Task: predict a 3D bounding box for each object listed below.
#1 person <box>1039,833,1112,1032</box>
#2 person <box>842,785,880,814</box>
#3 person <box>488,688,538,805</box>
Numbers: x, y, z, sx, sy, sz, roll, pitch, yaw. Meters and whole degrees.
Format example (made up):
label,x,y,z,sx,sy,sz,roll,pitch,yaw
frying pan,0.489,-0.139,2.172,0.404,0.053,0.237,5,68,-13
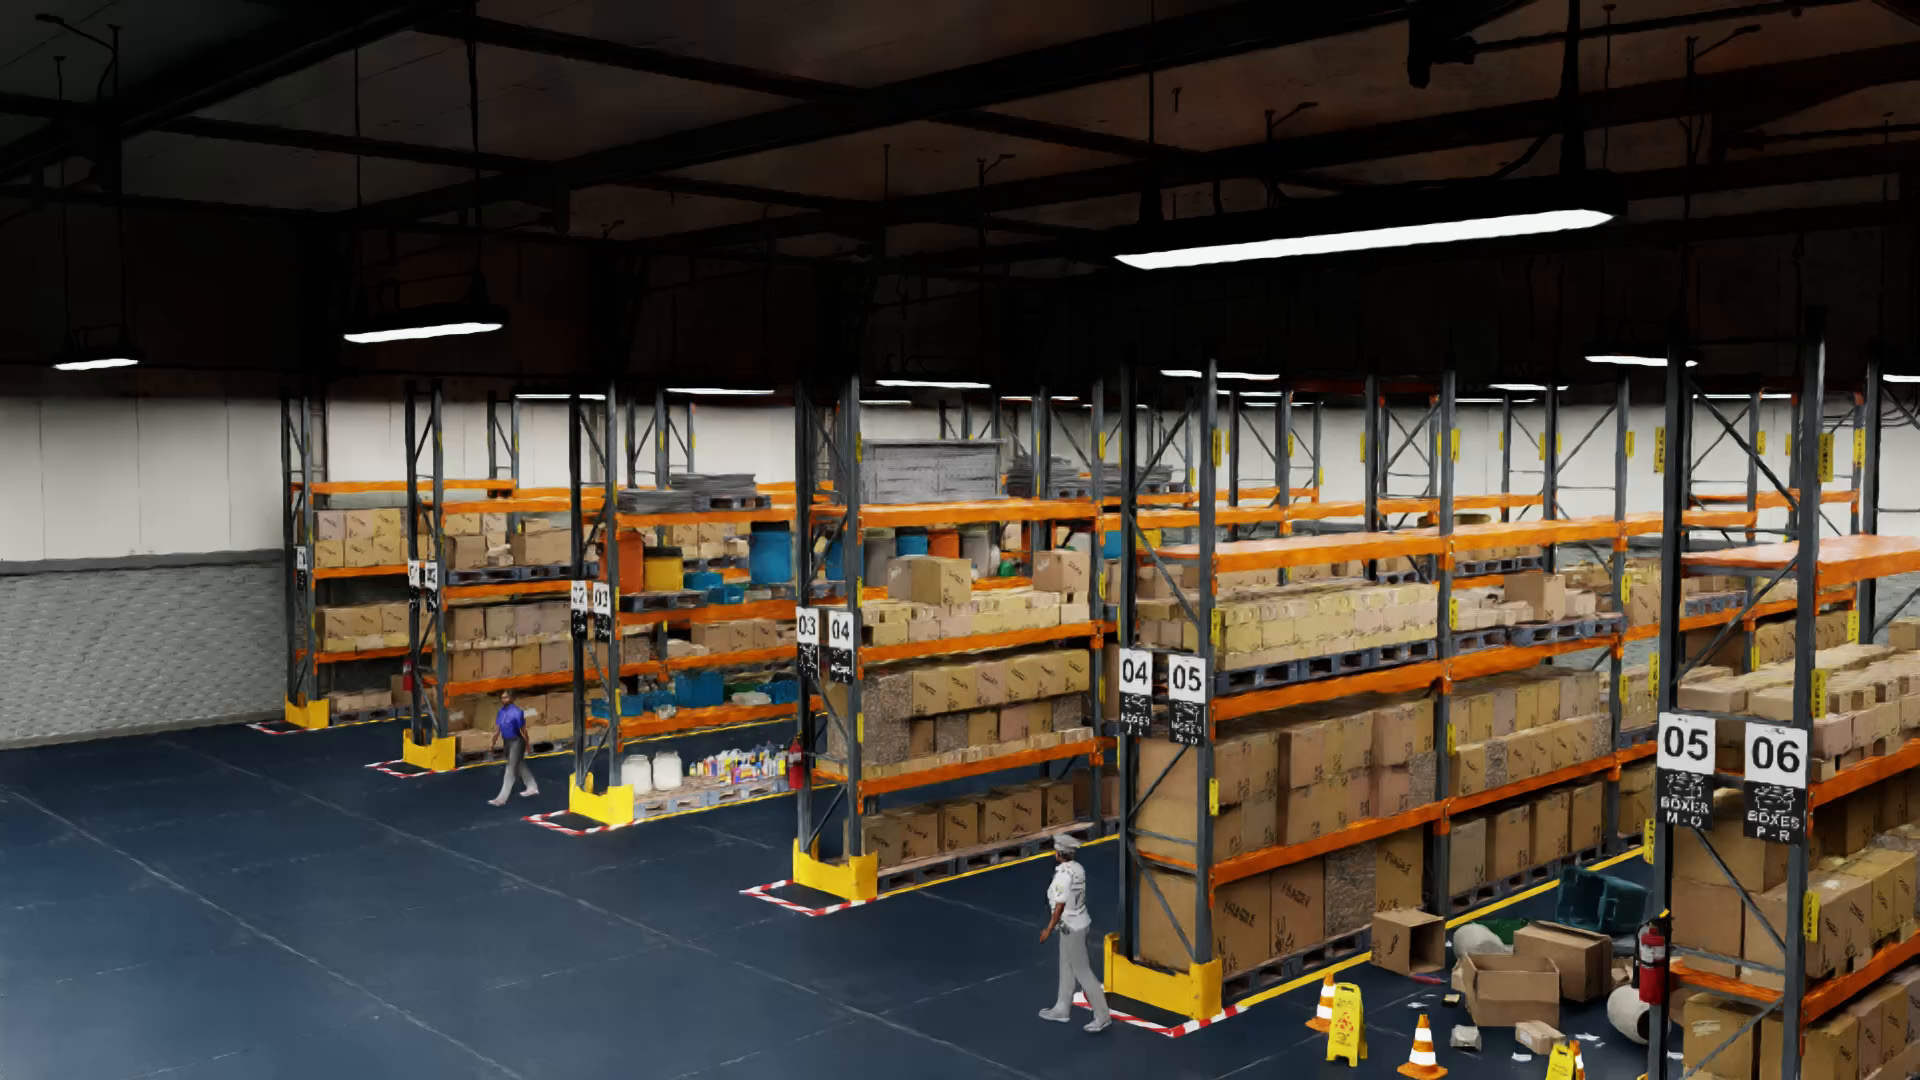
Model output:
label,x,y,z,sx,sy,sz,roll,pitch,yaw
person,0.999,3.410,14.499,0.686,1.657,0.489,1,4,17
person,-1.262,2.918,21.097,0.578,1.775,0.494,-1,4,-13
person,-6.295,2.866,23.306,0.442,1.587,0.997,3,5,38
